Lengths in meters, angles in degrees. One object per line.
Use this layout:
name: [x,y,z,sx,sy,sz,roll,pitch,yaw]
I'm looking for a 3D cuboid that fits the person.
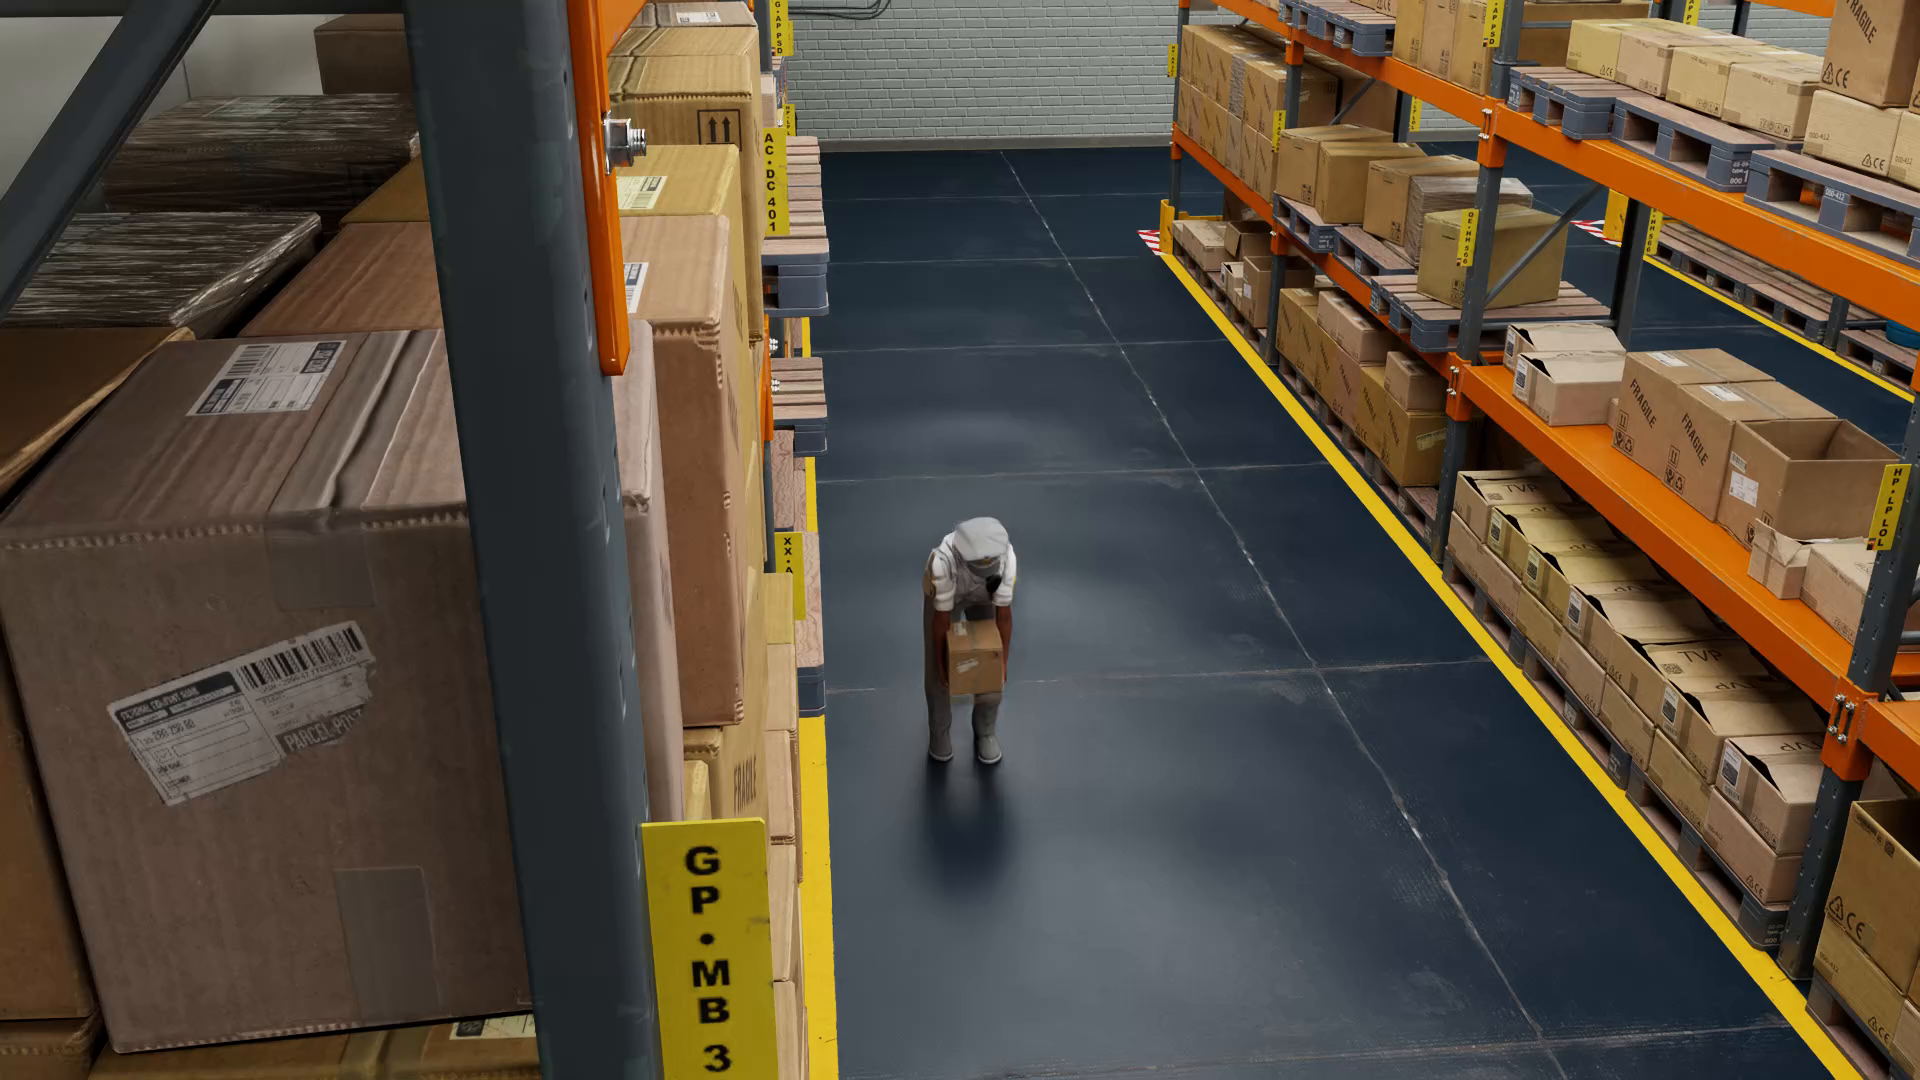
person: [0.051,0.465,7.872,0.412,1.411,0.831,-3,24,-6]
